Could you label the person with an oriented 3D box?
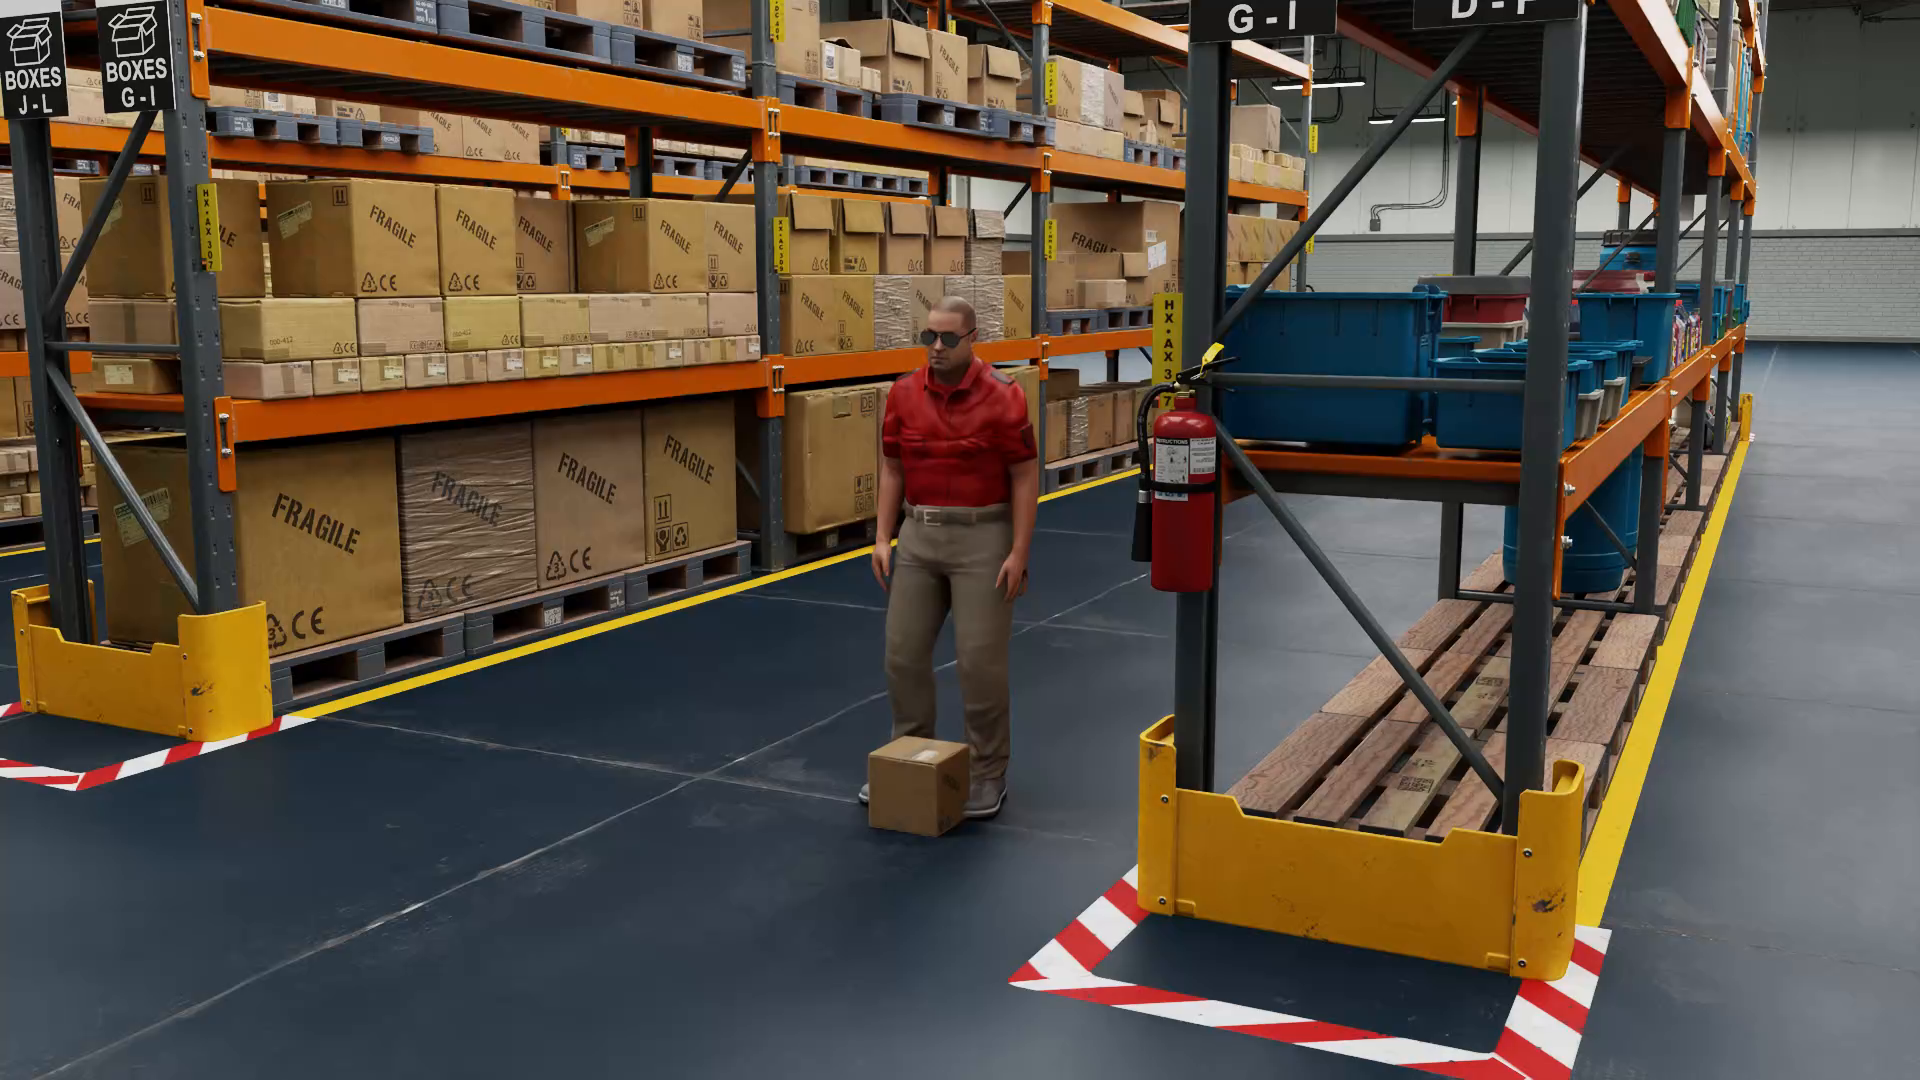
[{"bbox_3d":[-0.027,0.046,5.618,0.582,1.726,0.390,4,10,24],"label":"person"}]
